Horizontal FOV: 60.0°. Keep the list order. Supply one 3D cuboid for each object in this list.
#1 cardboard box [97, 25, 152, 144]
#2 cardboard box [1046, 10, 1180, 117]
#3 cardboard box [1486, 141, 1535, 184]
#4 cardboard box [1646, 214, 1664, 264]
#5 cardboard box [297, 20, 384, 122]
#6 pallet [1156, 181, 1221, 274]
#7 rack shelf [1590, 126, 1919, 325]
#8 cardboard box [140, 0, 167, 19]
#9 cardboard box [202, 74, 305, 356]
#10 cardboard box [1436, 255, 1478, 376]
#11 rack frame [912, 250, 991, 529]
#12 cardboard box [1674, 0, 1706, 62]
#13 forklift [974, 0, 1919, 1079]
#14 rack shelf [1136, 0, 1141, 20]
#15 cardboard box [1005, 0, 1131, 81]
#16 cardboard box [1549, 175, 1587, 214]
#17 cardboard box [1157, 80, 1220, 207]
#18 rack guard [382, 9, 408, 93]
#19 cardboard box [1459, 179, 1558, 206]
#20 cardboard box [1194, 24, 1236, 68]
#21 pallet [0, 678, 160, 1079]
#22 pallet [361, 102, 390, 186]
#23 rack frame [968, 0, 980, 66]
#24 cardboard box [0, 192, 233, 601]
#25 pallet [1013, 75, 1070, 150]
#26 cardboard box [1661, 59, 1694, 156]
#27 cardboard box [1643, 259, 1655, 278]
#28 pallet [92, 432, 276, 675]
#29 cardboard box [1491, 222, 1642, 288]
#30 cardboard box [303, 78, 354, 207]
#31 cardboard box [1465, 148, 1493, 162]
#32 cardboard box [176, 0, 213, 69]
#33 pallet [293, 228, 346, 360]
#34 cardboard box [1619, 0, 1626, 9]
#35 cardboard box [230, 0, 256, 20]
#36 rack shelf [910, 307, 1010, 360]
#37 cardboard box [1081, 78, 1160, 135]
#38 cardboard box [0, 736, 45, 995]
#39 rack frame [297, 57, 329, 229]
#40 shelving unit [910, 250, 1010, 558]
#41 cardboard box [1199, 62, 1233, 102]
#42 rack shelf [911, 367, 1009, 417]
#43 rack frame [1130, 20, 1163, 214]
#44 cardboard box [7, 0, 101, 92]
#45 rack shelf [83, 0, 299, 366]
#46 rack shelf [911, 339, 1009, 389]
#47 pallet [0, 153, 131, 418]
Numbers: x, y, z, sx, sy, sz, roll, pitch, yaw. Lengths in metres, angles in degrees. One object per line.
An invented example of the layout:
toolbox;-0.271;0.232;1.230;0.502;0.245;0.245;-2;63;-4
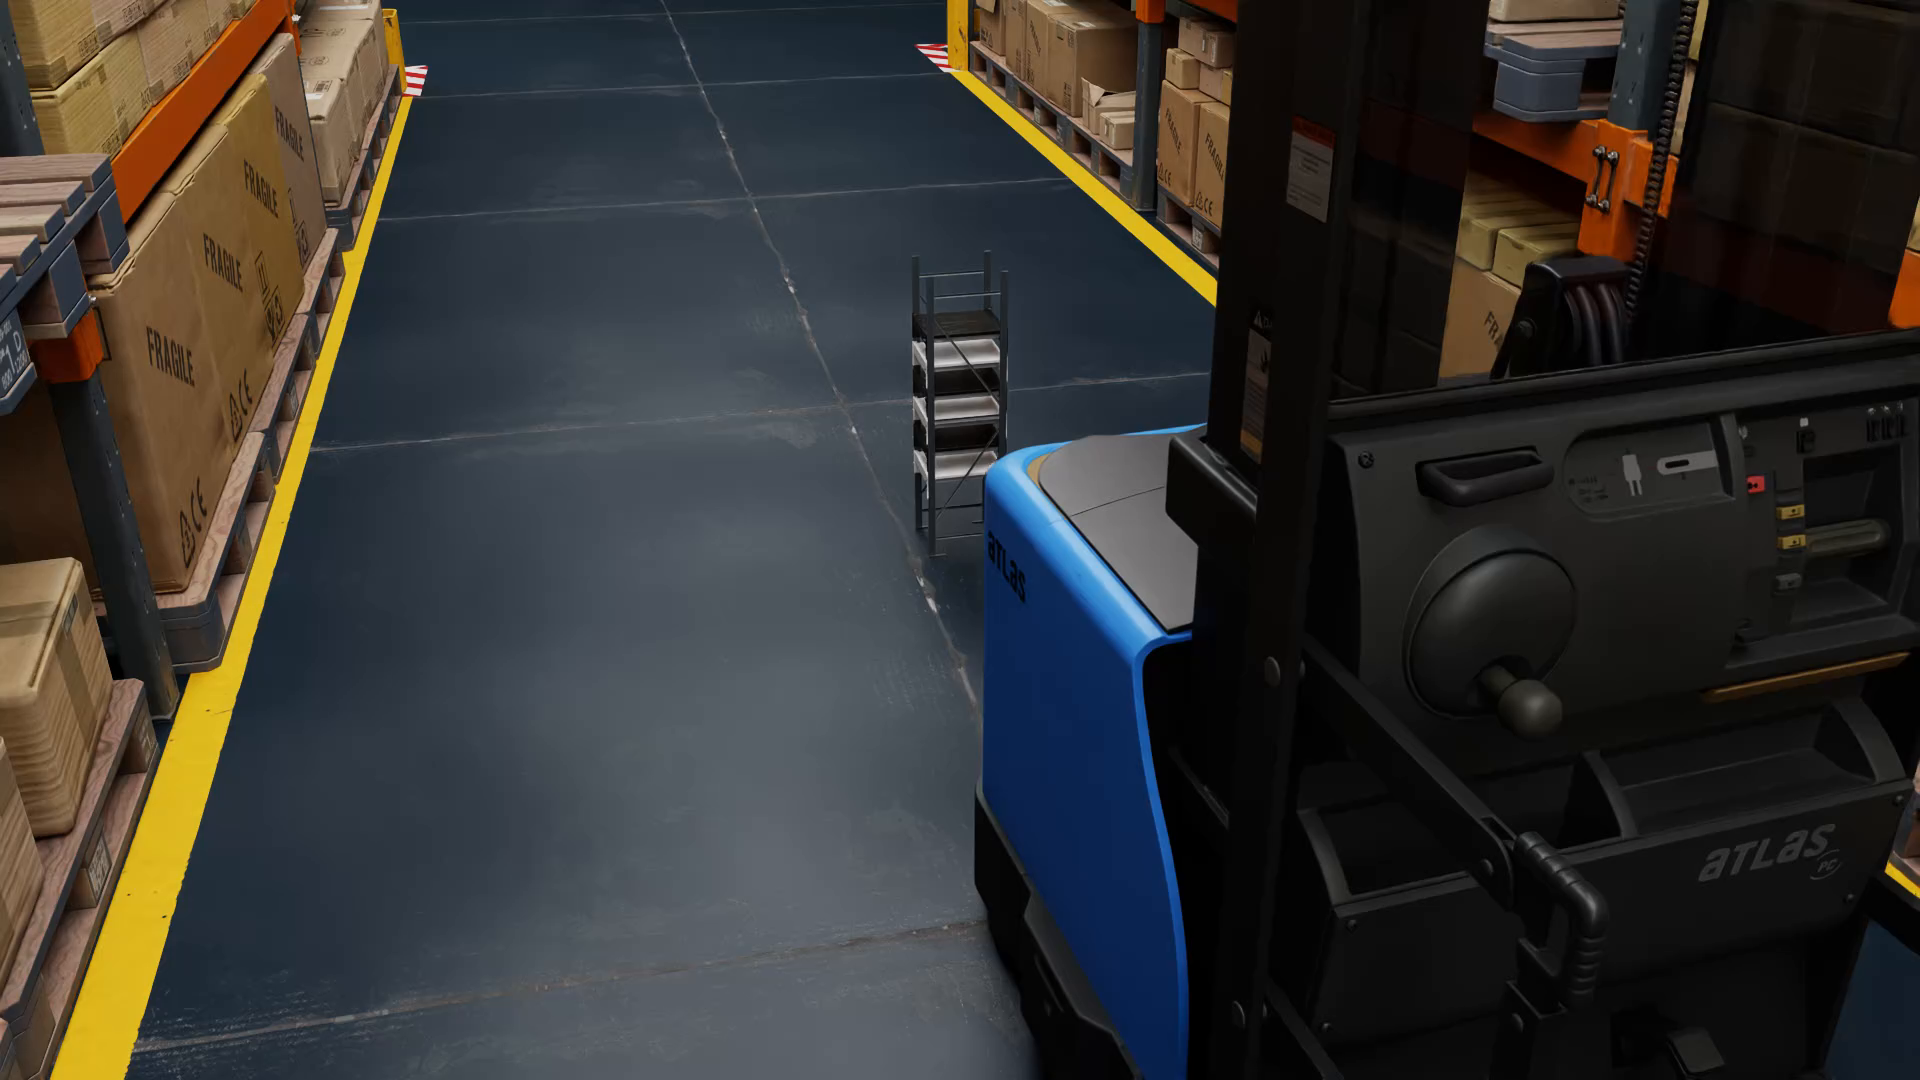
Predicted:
cardboard box;-2.542;-1.239;4.542;0.500;0.250;0.500;-7;28;-13
cardboard box;0.923;-2.818;9.813;0.700;0.500;0.500;-7;28;-14
cardboard box;2.233;-1.428;6.339;0.380;0.149;0.250;-7;28;-13
cardboard box;2.478;-0.969;5.430;0.380;0.149;0.250;-5;27;-9
cardboard box;-3.886;-2.717;9.682;0.875;0.438;0.875;-5;27;-10
pallet;1.610;-1.506;7.999;1.003;0.211;1.213;-6;27;-12
rack shelf;2.742;-0.149;3.014;1.077;0.370;4.000;-6;27;-12
cardboard box;-2.633;-1.693;4.886;0.500;0.250;0.500;-6;27;-12
cardboard box;-3.016;-1.177;6.145;0.875;0.875;0.875;-5;27;-10
cardboard box;1.884;-0.804;5.822;0.500;0.500;0.500;-6;27;-12
rack frame;-0.025;-0.450;5.143;0.240;0.900;0.006;-6;27;-12
cardboard box;2.129;-1.282;4.072;0.500;0.250;0.500;-6;27;-12
forklift;0.969;0.041;1.917;1.130;2.935;3.031;-8;28;-16
rack shelf;0.939;-3.661;9.972;1.077;0.370;4.000;-6;27;-12
cardboard box;0.689;-3.274;10.715;0.700;0.500;0.500;-5;27;-9
cardboard box;2.310;-1.190;5.867;0.380;0.149;0.250;-6;27;-11
cardboard box;1.280;-1.940;8.073;0.500;0.500;0.500;-5;27;-9
rack guard;-4.352;-3.249;11.131;1.175;0.500;0.348;-6;27;-12
cardboard box;1.825;-1.137;5.761;0.380;0.149;0.250;-7;28;-13
cardboard box;1.317;-2.304;7.744;0.380;0.149;0.250;-7;28;-14
pallet;-2.369;0.746;3.538;1.003;0.211;1.213;-6;27;-12
pallet;-3.819;-2.232;9.437;1.003;0.211;1.213;-6;27;-12
rack frame;0.489;-4.860;11.549;1.000;3.000;0.127;-6;27;-12
cardboard box;-2.618;-0.393;4.591;0.875;0.875;0.875;-6;27;-12
pallet;0.958;-2.697;10.359;1.003;0.211;1.213;-6;27;-12
cardboard box;2.154;-1.061;4.190;0.500;0.250;0.500;-6;27;-11
cardboard box;2.470;-0.633;5.483;0.500;0.500;0.500;-5;27;-10
pallet;-2.648;0.049;4.918;1.003;0.211;1.213;-6;27;-12
cardboard box;1.934;-0.900;5.292;0.380;0.149;0.250;-7;28;-14
cardboard box;-3.482;-1.928;8.119;0.875;0.438;0.875;-6;27;-12
cardboard box;1.753;-1.367;6.217;0.380;0.149;0.250;-6;27;-12
cardboard box;-2.769;-1.686;5.428;0.500;0.250;0.500;-6;27;-12
pallet;-3.198;-1.022;7.041;1.003;0.211;1.213;-6;27;-12
cardboard box;2.328;-1.822;4.953;0.500;0.500;0.500;-5;27;-9
cardboard box;-2.985;-2.136;6.319;0.500;0.250;0.500;-6;27;-12
rack shelf;-0.002;-0.617;4.948;0.258;0.077;0.200;-6;27;-12
cardboard box;0.898;-2.442;9.328;0.396;0.266;0.258;-5;27;-10
cardboard box;-2.252;0.716;2.953;0.950;0.372;0.625;-6;27;-13
rack frame;-3.445;-2.598;7.068;1.000;3.000;0.127;-6;27;-12
shelving unit;-0.002;-0.405;5.054;0.258;0.900;0.210;-6;27;-12
cardboard box;1.350;-2.167;7.802;0.380;0.149;0.250;-7;28;-13
rack shelf;-0.002;-0.456;5.029;0.258;0.077;0.200;-6;27;-12
rack frame;1.390;-3.104;8.070;1.000;3.000;0.127;-6;27;-12
cardboard box;-2.417;-1.246;4.001;0.500;0.250;0.500;-6;27;-12
rack shelf;-2.994;-1.399;5.491;1.077;0.370;4.000;-6;27;-12
rack shelf;-0.002;-0.536;4.988;0.258;0.077;0.200;-6;27;-12
pallet;-2.279;-0.454;3.034;1.213;0.211;1.003;-6;27;-12
